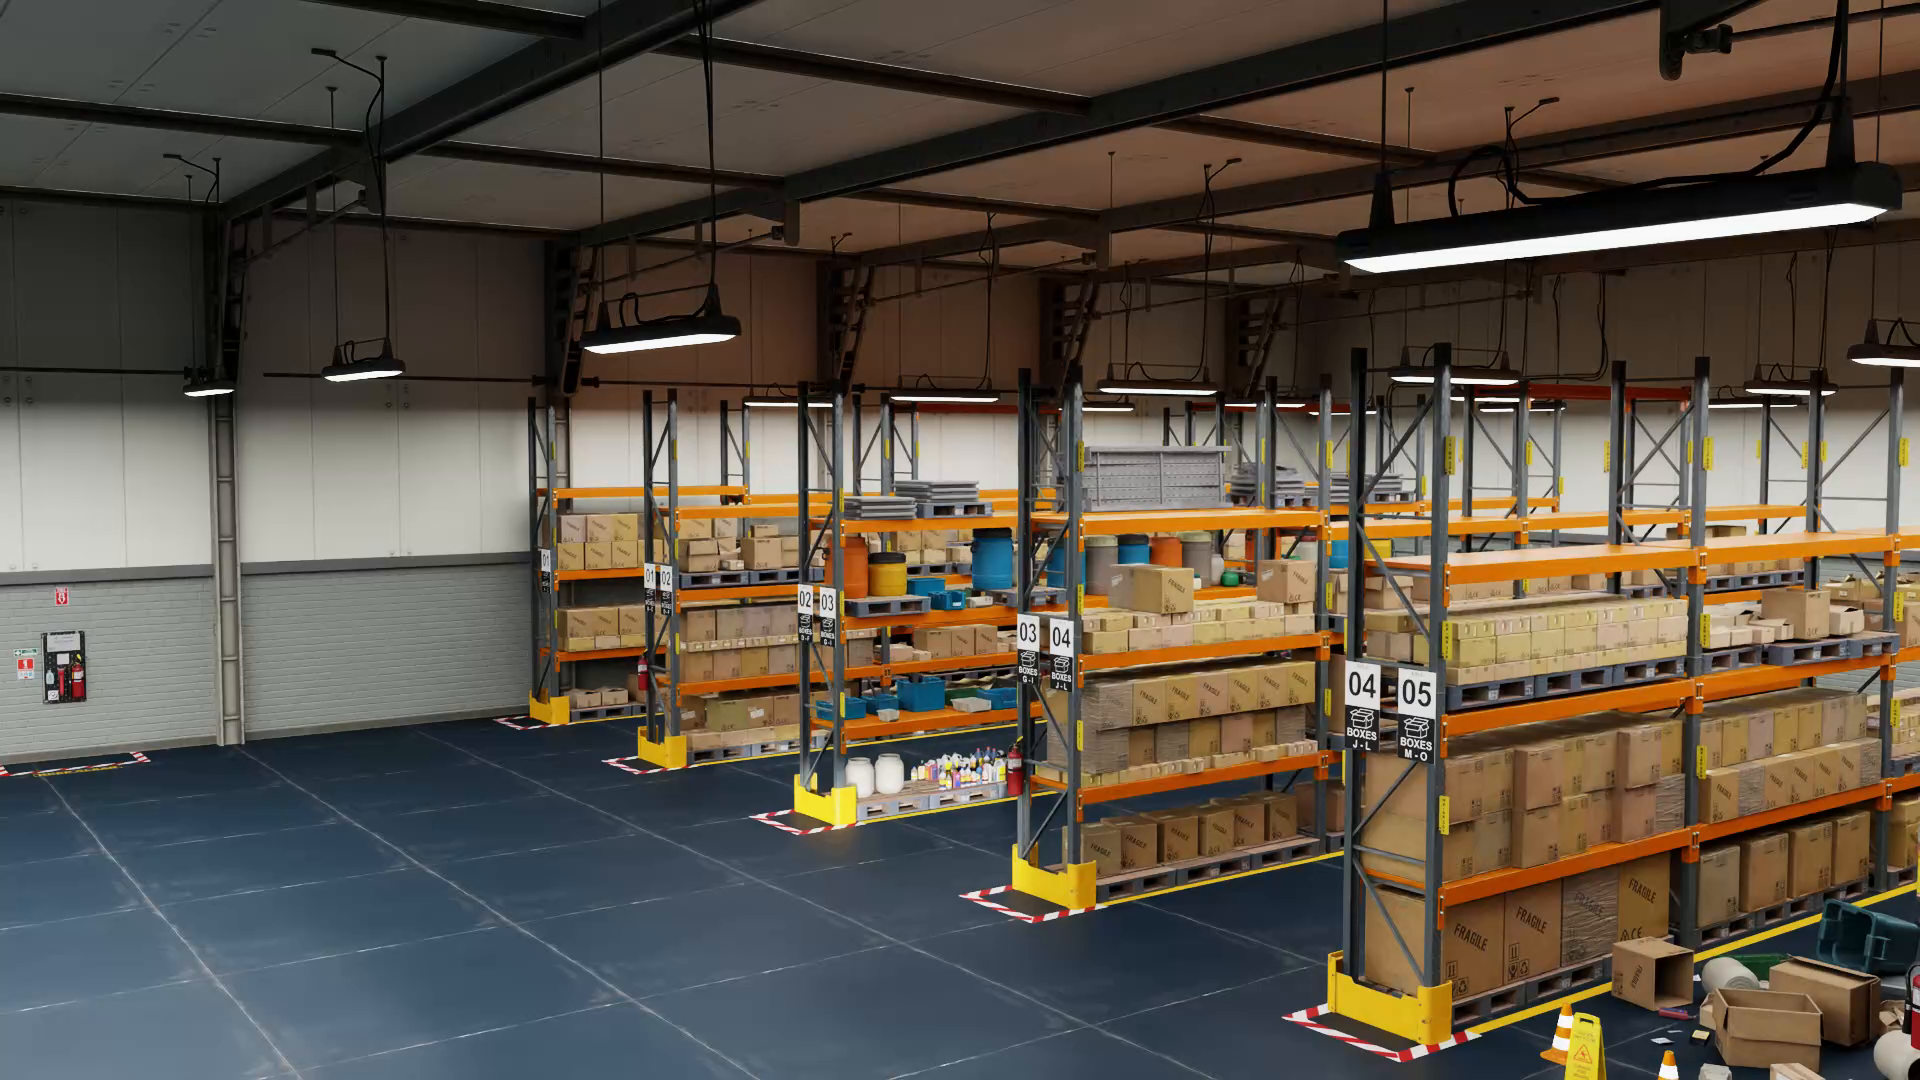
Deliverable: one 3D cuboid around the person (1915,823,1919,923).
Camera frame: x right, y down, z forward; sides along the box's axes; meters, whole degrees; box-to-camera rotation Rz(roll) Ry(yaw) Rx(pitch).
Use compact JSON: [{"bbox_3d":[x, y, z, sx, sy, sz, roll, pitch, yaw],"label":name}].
[{"bbox_3d":[10.505,3.235,17.813,0.542,1.769,0.573,1,3,13],"label":"person"}]
